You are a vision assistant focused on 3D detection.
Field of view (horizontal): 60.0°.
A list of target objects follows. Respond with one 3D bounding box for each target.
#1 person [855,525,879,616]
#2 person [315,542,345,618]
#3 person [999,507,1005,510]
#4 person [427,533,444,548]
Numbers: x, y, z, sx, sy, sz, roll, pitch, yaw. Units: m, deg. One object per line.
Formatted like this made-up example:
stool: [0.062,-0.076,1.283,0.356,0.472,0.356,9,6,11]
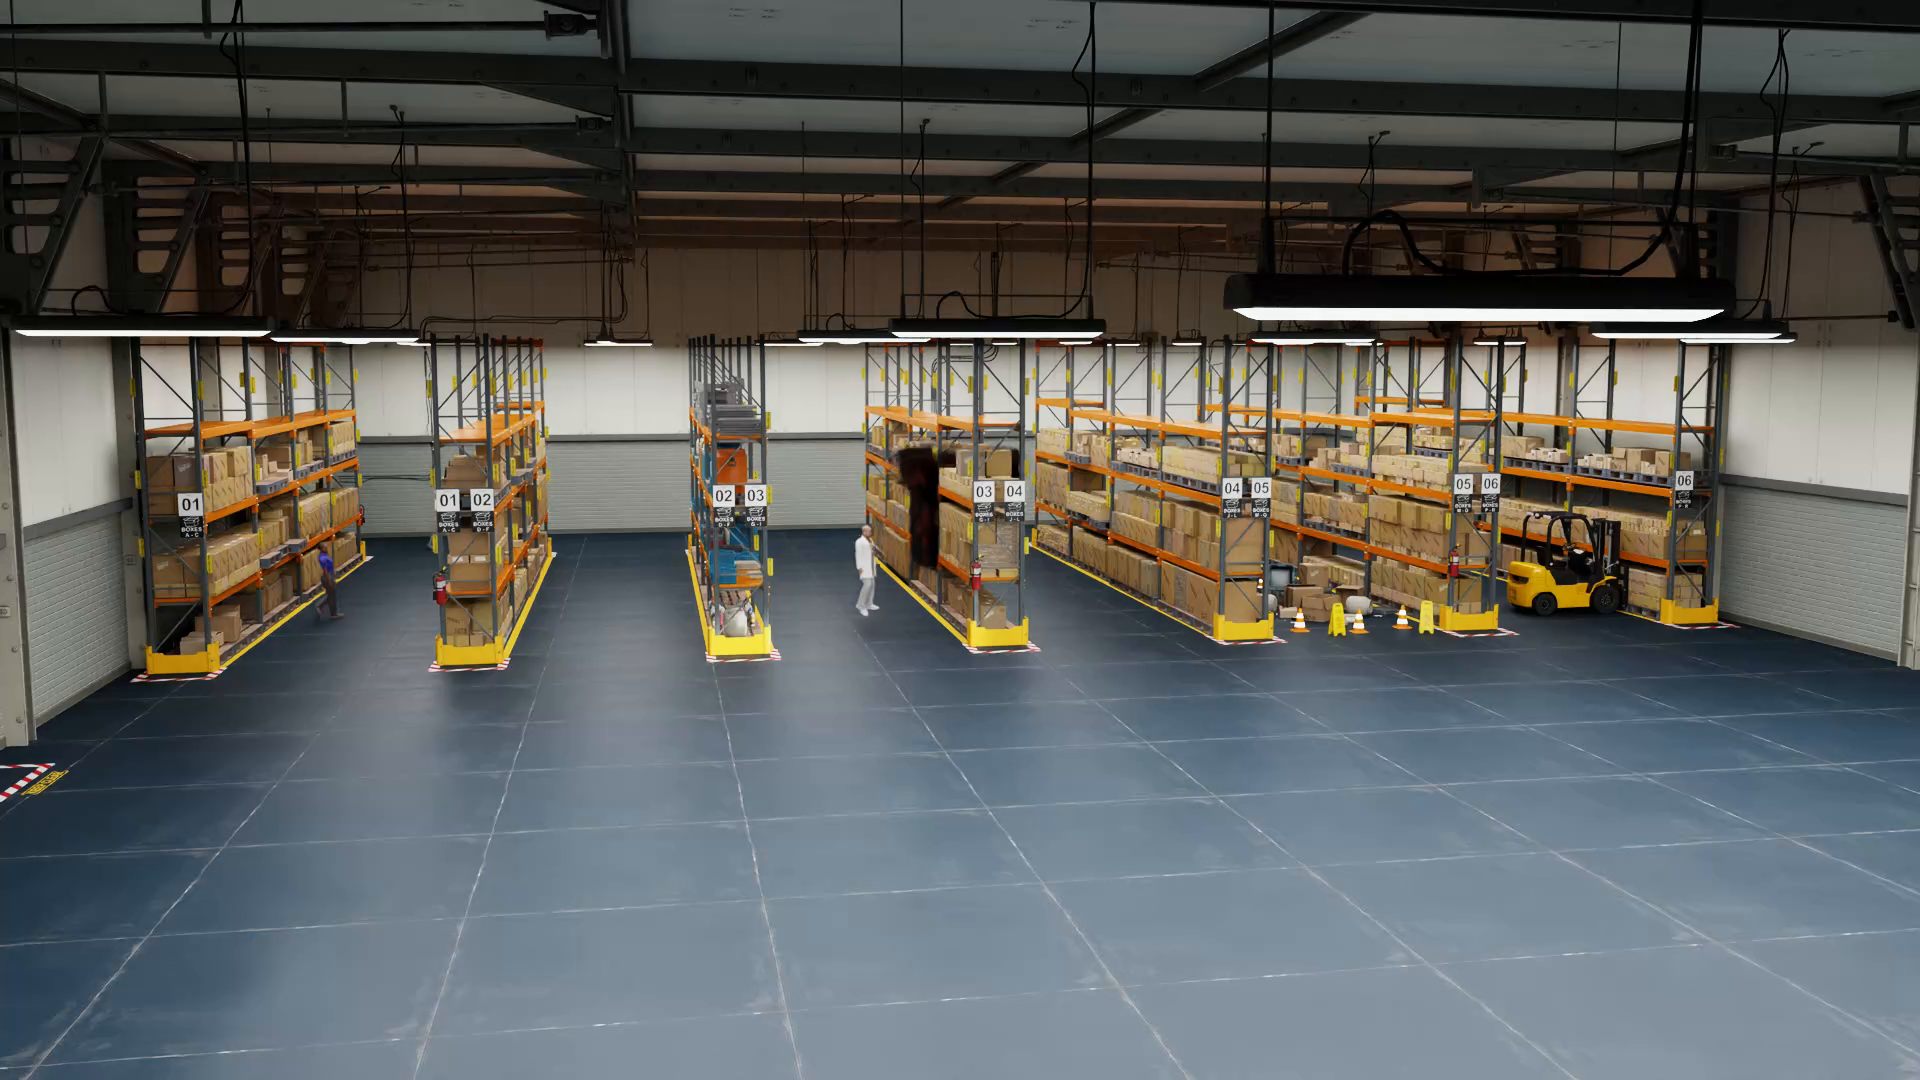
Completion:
person: [-1.902,0.617,34.705,0.424,1.857,0.629,3,7,24]
person: [-13.406,0.847,35.383,0.573,1.638,0.478,-4,8,-31]
person: [1.191,-0.708,49.039,0.566,1.633,0.909,2,7,20]
person: [-14.730,-0.564,47.498,0.982,1.731,0.638,1,7,10]
